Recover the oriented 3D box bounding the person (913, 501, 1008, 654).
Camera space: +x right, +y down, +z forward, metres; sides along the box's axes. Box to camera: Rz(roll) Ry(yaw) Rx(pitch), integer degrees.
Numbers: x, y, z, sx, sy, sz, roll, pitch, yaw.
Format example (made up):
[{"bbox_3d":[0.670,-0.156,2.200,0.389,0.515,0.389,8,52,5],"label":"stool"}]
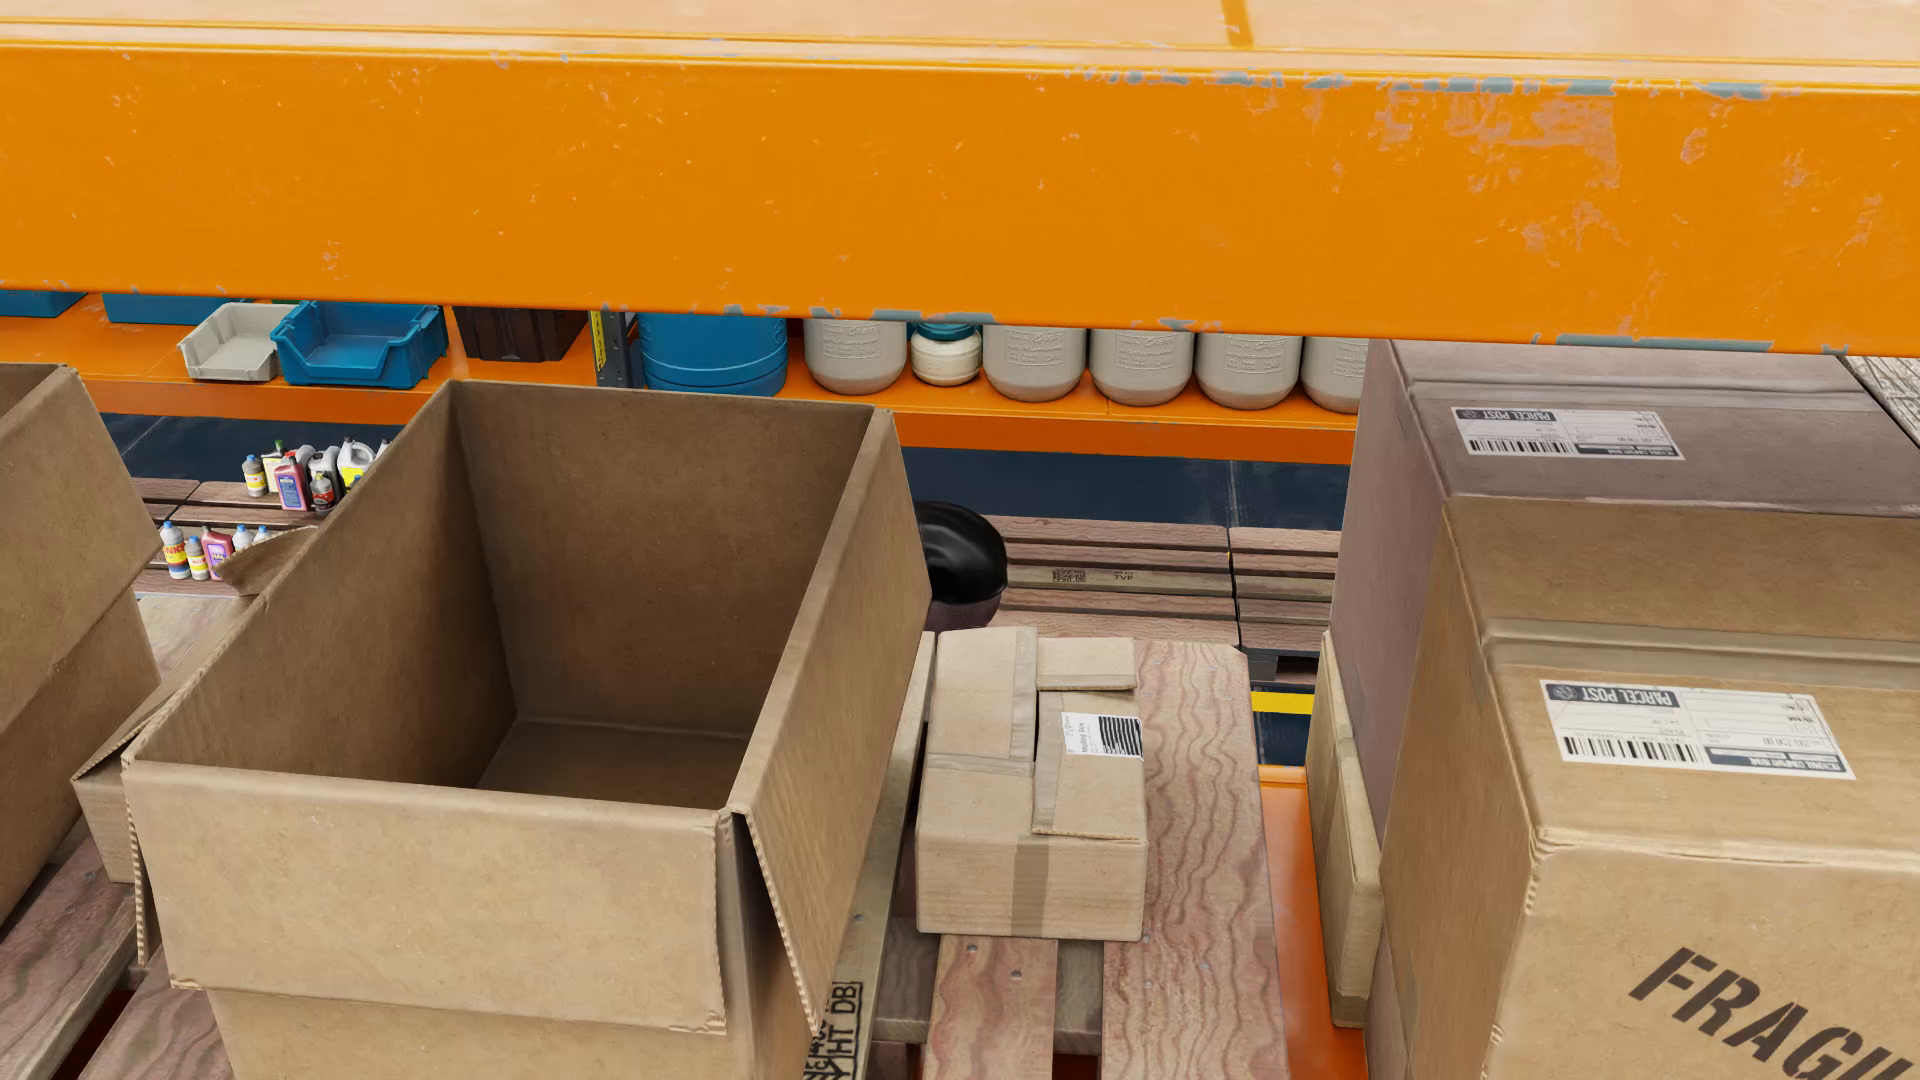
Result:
[{"bbox_3d":[-0.287,0.364,6.597,0.948,1.171,0.459,2,32,3],"label":"person"}]
